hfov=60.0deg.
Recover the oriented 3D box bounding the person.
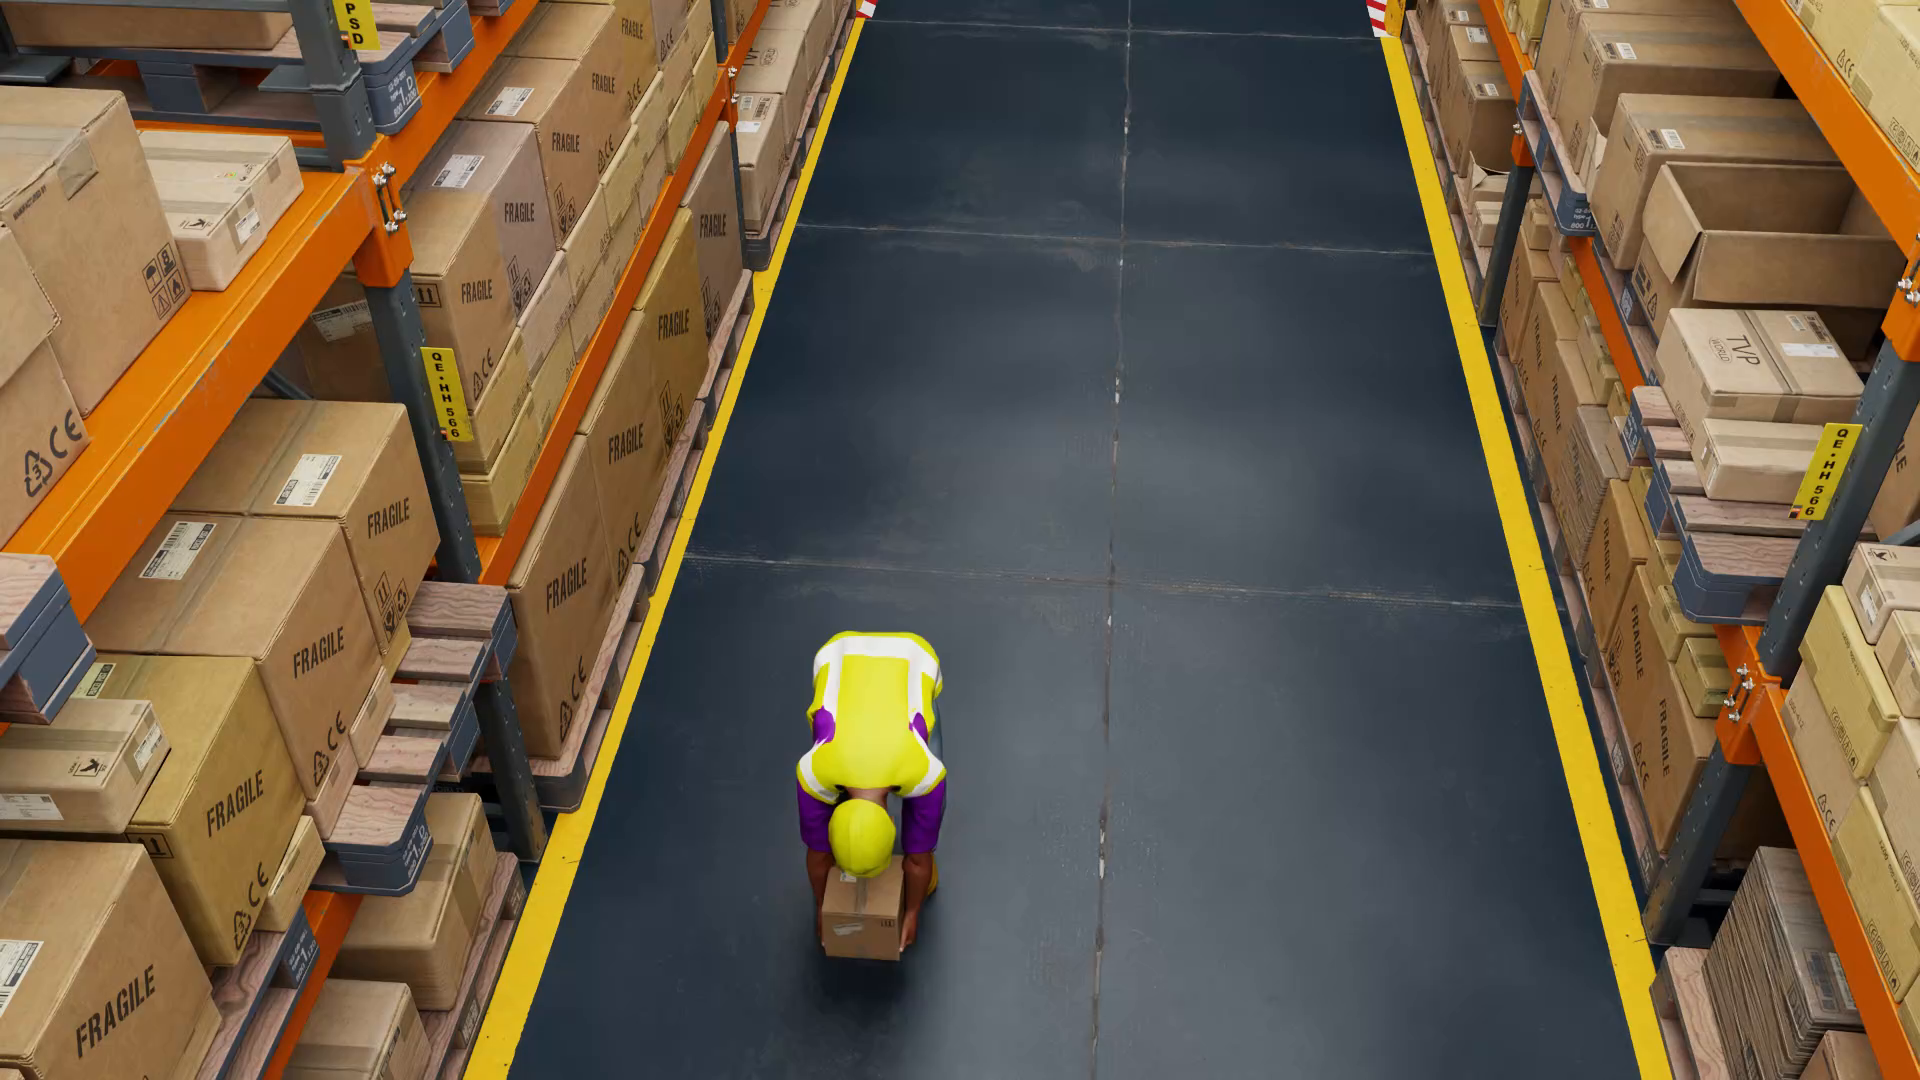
[{"bbox_3d":[-0.280,0.916,5.592,0.483,1.054,0.981,2,40,2],"label":"person"}]
